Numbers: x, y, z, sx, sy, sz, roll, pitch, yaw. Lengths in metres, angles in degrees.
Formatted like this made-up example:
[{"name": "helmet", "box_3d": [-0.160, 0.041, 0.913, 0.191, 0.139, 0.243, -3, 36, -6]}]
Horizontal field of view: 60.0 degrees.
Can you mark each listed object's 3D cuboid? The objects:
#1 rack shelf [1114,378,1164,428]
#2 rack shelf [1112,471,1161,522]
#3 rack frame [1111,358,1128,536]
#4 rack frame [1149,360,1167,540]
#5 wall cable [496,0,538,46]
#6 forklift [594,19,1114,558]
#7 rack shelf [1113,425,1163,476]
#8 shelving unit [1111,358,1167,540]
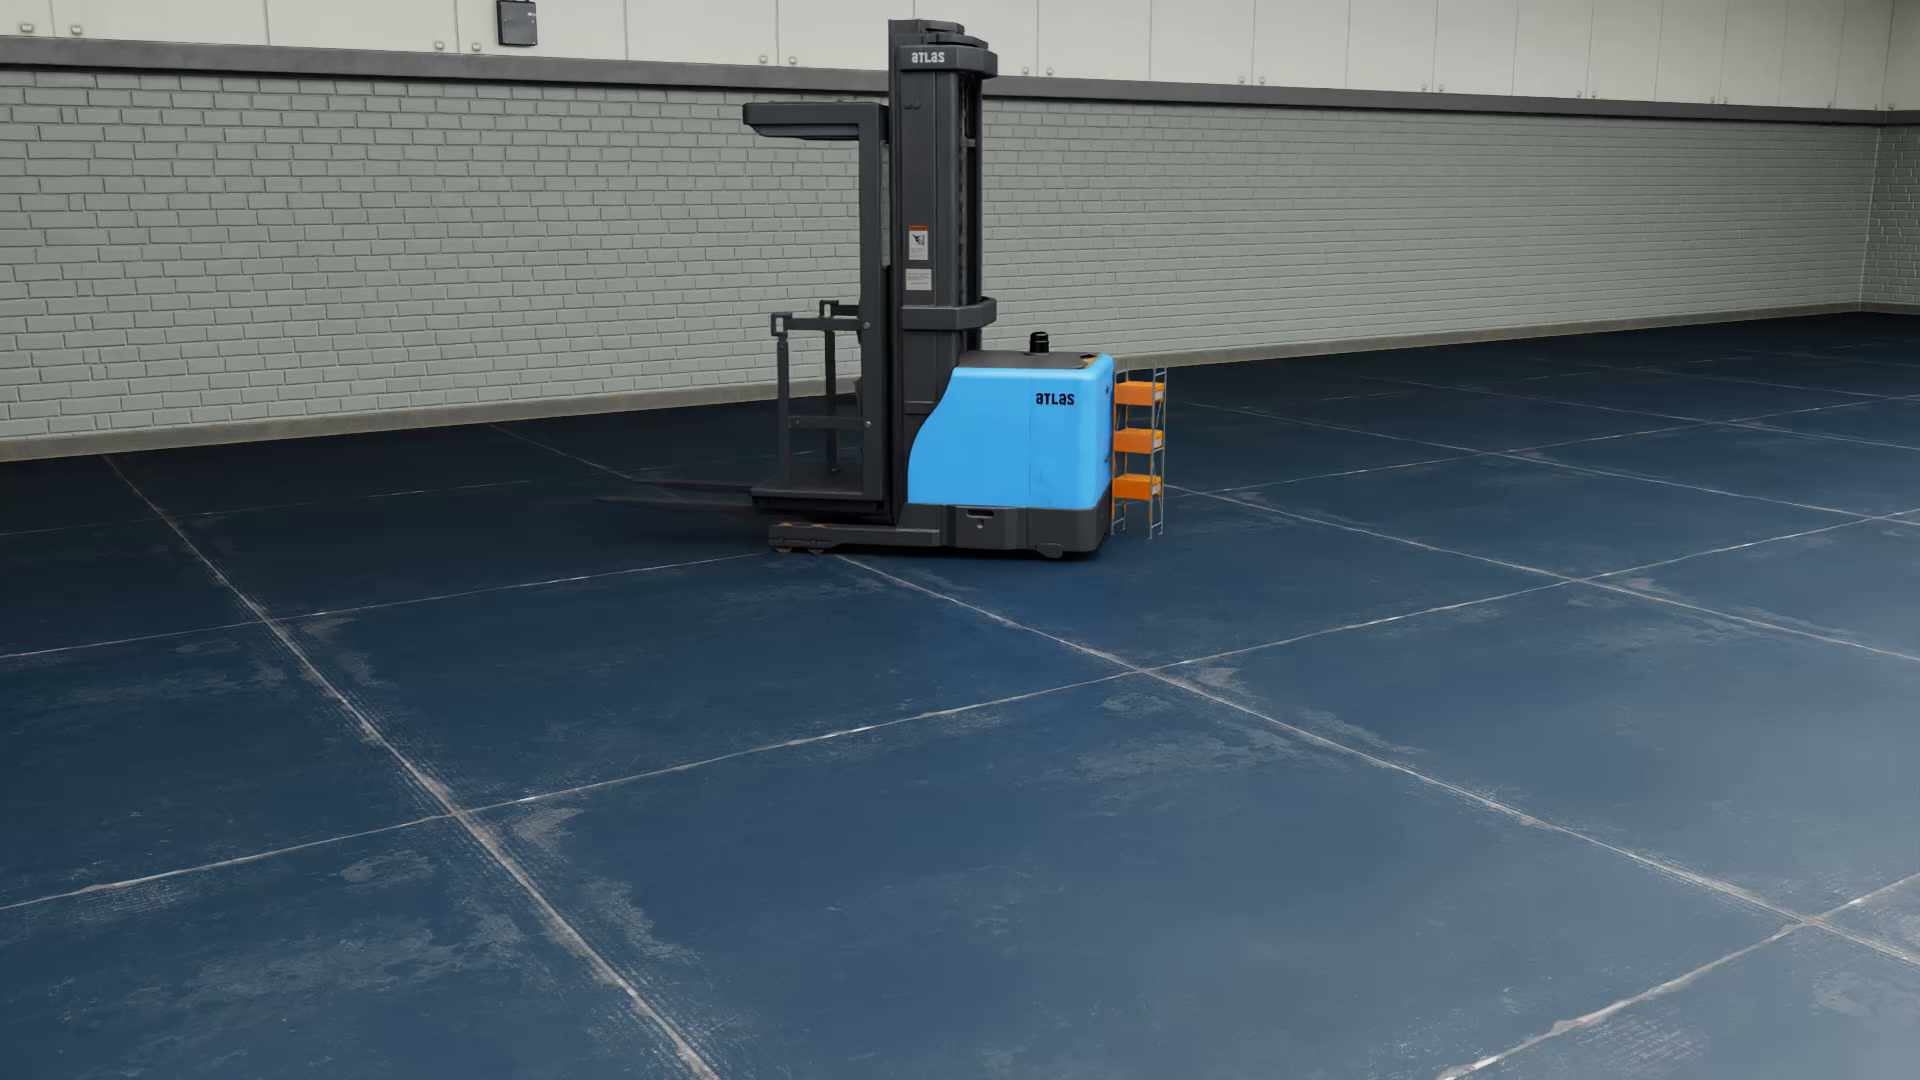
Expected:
[{"name": "rack shelf", "box_3d": [1.063, -0.812, 9.839, 0.240, 0.259, 0.215, 6, 14, 26]}, {"name": "rack shelf", "box_3d": [1.063, -0.263, 9.959, 0.240, 0.259, 0.215, 6, 14, 26]}, {"name": "rack frame", "box_3d": [0.954, -0.557, 9.951, 0.008, 1.050, 0.200, 6, 14, 26]}, {"name": "rack frame", "box_3d": [1.171, -0.533, 9.843, 0.008, 1.050, 0.200, 6, 14, 26]}, {"name": "wall cable", "box_3d": [-2.906, -7.252, 13.999, 2.305, 6.003, 0.169, -8, 15, -33]}, {"name": "forklift", "box_3d": [-0.640, -1.464, 9.694, 3.031, 2.935, 1.130, 2, 13, 11]}, {"name": "rack shelf", "box_3d": [1.063, -0.535, 9.899, 0.240, 0.259, 0.215, 6, 14, 26]}, {"name": "shelving unit", "box_3d": [1.063, -0.545, 9.897, 0.252, 1.050, 0.215, 6, 14, 26]}]
